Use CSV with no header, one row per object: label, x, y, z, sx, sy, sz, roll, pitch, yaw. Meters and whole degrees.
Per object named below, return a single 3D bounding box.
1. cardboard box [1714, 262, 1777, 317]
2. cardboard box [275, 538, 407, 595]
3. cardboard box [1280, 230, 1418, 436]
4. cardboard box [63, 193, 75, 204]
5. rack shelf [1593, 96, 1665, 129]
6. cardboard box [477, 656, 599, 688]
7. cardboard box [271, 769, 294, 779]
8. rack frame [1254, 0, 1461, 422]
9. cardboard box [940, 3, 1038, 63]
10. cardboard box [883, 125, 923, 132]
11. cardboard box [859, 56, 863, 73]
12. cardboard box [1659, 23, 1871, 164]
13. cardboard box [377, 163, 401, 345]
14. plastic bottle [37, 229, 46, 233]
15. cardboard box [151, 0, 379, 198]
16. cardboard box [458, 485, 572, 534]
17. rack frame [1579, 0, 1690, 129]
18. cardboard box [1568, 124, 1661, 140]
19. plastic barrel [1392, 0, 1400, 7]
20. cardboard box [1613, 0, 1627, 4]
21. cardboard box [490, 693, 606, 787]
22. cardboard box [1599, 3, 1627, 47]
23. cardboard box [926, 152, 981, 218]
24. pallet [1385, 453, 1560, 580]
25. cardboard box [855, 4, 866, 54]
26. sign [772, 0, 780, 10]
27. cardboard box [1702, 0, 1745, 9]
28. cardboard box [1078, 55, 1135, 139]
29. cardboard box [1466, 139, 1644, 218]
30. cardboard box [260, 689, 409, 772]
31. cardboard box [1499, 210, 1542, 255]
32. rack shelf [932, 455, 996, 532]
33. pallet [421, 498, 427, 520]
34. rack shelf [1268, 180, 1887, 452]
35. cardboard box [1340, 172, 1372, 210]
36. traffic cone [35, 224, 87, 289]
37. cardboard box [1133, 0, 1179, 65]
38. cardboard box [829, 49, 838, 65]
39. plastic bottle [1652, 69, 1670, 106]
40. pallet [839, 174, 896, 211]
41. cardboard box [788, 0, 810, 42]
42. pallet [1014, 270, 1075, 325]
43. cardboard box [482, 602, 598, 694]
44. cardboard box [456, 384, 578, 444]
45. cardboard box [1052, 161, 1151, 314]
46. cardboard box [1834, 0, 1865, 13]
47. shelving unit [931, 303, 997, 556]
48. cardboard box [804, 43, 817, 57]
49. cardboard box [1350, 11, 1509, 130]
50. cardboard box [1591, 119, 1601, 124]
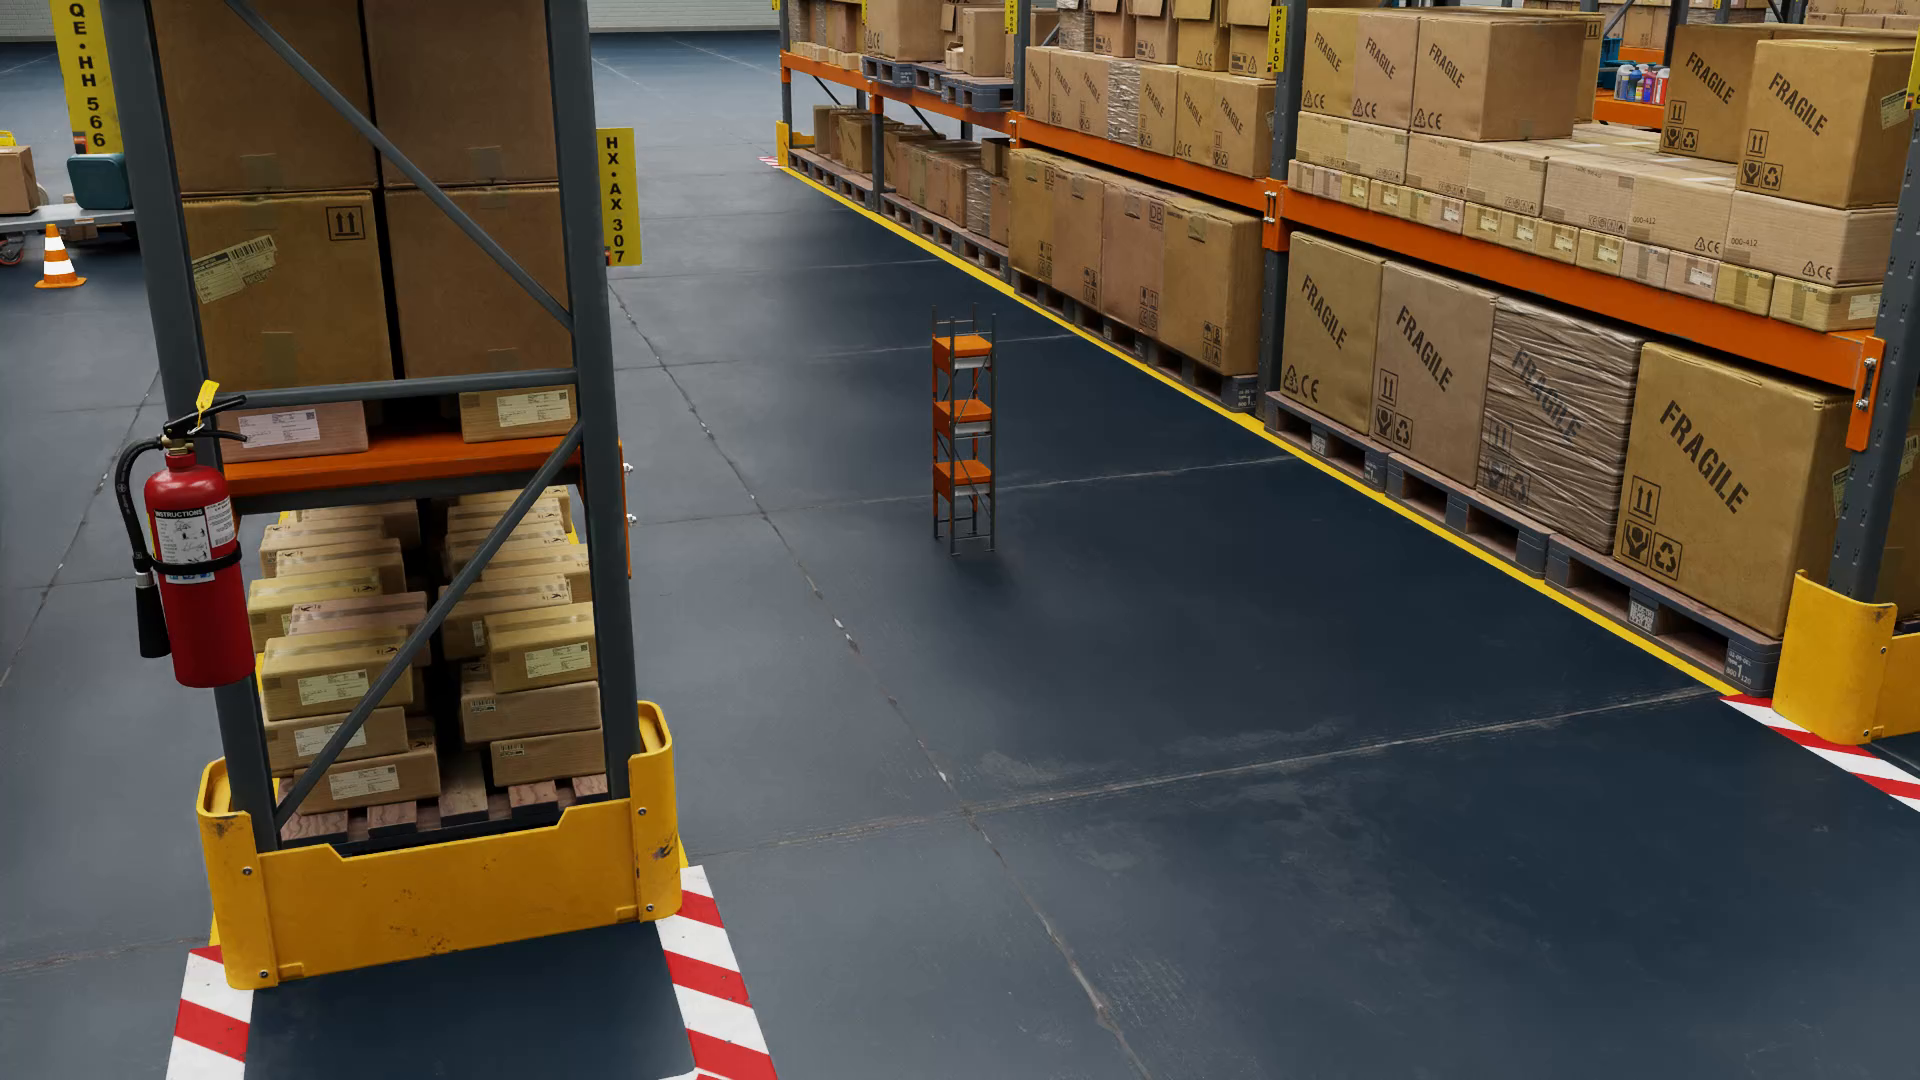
cardboard box,2.896,-0.892,5.835,0.380,0.149,0.250,-6,21,-17
cardboard box,-1.991,0.122,5.357,0.380,0.149,0.250,-7,21,-19
cardboard box,2.278,-1.109,8.588,0.875,0.875,0.875,-6,21,-17
cardboard box,-8.703,-3.382,16.612,0.380,0.149,0.250,4,20,11
rack shelf,6.220,-2.961,12.287,1.077,0.370,4.000,-6,21,-17
cardboard box,-1.290,0.361,5.129,0.380,0.149,0.250,-6,21,-17
cardboard box,-1.877,0.572,4.982,0.380,0.149,0.250,-6,21,-16
rack frame,2.147,-2.131,8.913,1.000,3.000,0.127,-6,21,-17
cardboard box,0.265,-4.398,14.451,0.797,0.503,0.637,-4,20,-12
cardboard box,-0.643,-4.036,17.291,0.500,0.500,0.500,0,20,0
cardboard box,-0.784,-4.700,16.435,0.380,0.149,0.250,-6,21,-17
cardboard box,3.184,-1.779,6.604,0.500,0.500,0.500,-7,21,-19
cardboard box,-1.408,-0.883,4.849,0.500,0.500,0.500,-6,21,-17
plastic bottle,-8.401,-2.876,15.334,0.133,0.061,0.283,-3,20,-8
cardboard box,-1.716,-1.131,4.062,0.500,0.500,0.500,-7,21,-18
cardboard box,-1.611,-0.114,6.012,0.380,0.149,0.250,-6,21,-16
rack frame,5.591,-3.941,13.952,1.000,3.000,0.127,-6,21,-17
cardboard box,2.860,-1.757,7.654,0.500,0.250,0.500,-6,21,-16
plastic barrel,4.168,-5.305,17.006,0.600,0.901,0.708,-6,21,-17
cardboard box,8.265,-6.659,20.412,0.380,0.149,0.250,-6,21,-15
cardboard box,-1.197,0.589,4.936,0.380,0.149,0.250,-6,21,-16
cardboard box,8.404,-6.433,20.742,0.700,0.500,0.500,-6,21,-16
cardboard box,0.113,-3.195,14.923,0.700,0.500,0.500,-8,21,-22
pallet,2.699,-0.175,7.590,1.003,0.211,1.213,-6,21,-17
cardboard box,-0.574,-5.201,16.871,0.875,0.500,0.500,-6,21,-17
sign,-2.140,-6.332,19.328,0.100,0.325,0.005,-6,21,-17
cardboard box,8.749,-6.167,19.041,0.380,0.149,0.250,-6,21,-17
cardboard box,1.113,-2.948,11.039,0.500,0.500,0.500,-7,21,-18
cardboard box,2.513,-1.537,7.041,0.500,0.250,0.500,-6,21,-17
cardboard box,-1.773,0.512,4.711,0.380,0.149,0.250,-7,21,-19
cardboard box,2.499,-1.299,6.969,0.380,0.149,0.250,-6,21,-16
rack shelf,0.017,-0.205,7.289,0.215,0.259,0.240,-6,21,-17
pallet,-2.349,-0.113,7.418,1.003,0.211,1.213,-6,21,-17
rack shelf,2.775,-1.151,7.248,1.077,0.370,4.000,-6,21,-17
cardboard box,2.090,-1.714,8.123,0.380,0.149,0.250,-6,21,-15
traffic cone,-7.016,-2.216,12.901,0.336,0.463,0.334,-6,21,-17
cardboard box,1.523,-3.274,10.462,0.797,0.503,0.637,-6,21,-15
cardboard box,-1.172,-5.101,17.553,0.380,0.149,0.250,-6,21,-17
plastic bottle,5.566,-3.561,13.078,0.152,0.276,0.135,-6,21,-17
pallet,-0.612,-3.598,17.122,1.003,0.211,1.213,-6,21,-17
cardboard box,-1.478,-5.990,19.068,0.875,0.500,0.500,-6,21,-17
pallet,1.066,-1.842,12.232,1.003,0.211,1.213,-6,21,-17
cardboard box,-1.179,0.307,4.842,0.380,0.149,0.250,-7,21,-20
cardboard box,-1.127,-0.374,4.392,0.380,0.149,0.250,-7,21,-18
cardboard box,1.360,-2.102,11.354,1.225,0.875,0.875,-6,21,-17
cardboard box,12.493,-7.508,22.966,0.500,0.500,0.500,-6,21,-17
shelving unit,0.017,-0.477,7.191,0.215,1.050,0.252,-6,21,-17
cardboard box,-1.539,-5.505,18.678,0.380,0.149,0.250,-6,21,-17
cardboard box,2.202,-2.214,7.816,0.500,0.500,0.500,-6,21,-17
cardboard box,8.208,-5.260,21.070,0.500,0.250,0.500,-6,21,-17
